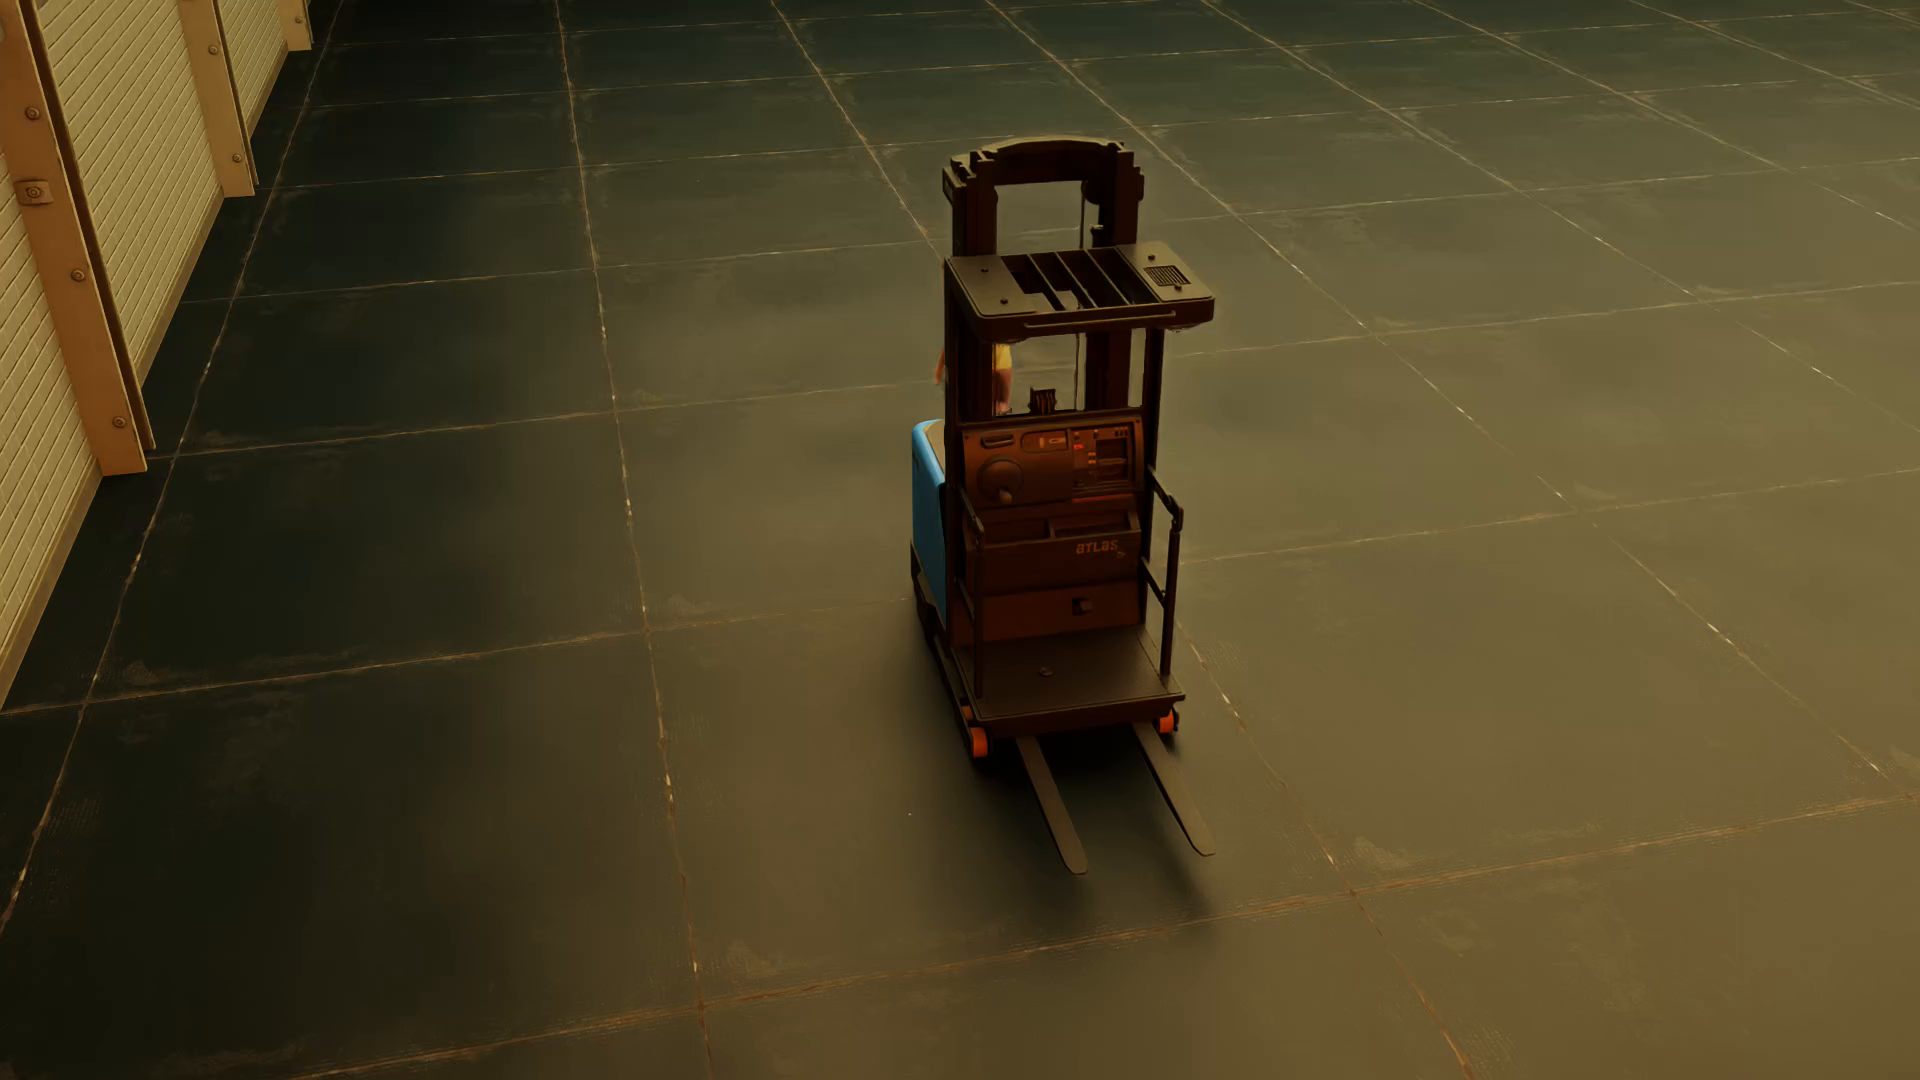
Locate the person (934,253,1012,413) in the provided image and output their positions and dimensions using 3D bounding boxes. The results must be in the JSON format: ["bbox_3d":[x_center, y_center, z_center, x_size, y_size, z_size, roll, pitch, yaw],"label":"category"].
[{"bbox_3d":[0.114,-1.210,11.161,0.620,1.461,0.694,-10,31,-16],"label":"person"}]

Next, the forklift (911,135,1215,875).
[{"bbox_3d":[0.519,-0.350,8.180,1.130,2.935,3.031,-6,31,-11],"label":"forklift"}]
